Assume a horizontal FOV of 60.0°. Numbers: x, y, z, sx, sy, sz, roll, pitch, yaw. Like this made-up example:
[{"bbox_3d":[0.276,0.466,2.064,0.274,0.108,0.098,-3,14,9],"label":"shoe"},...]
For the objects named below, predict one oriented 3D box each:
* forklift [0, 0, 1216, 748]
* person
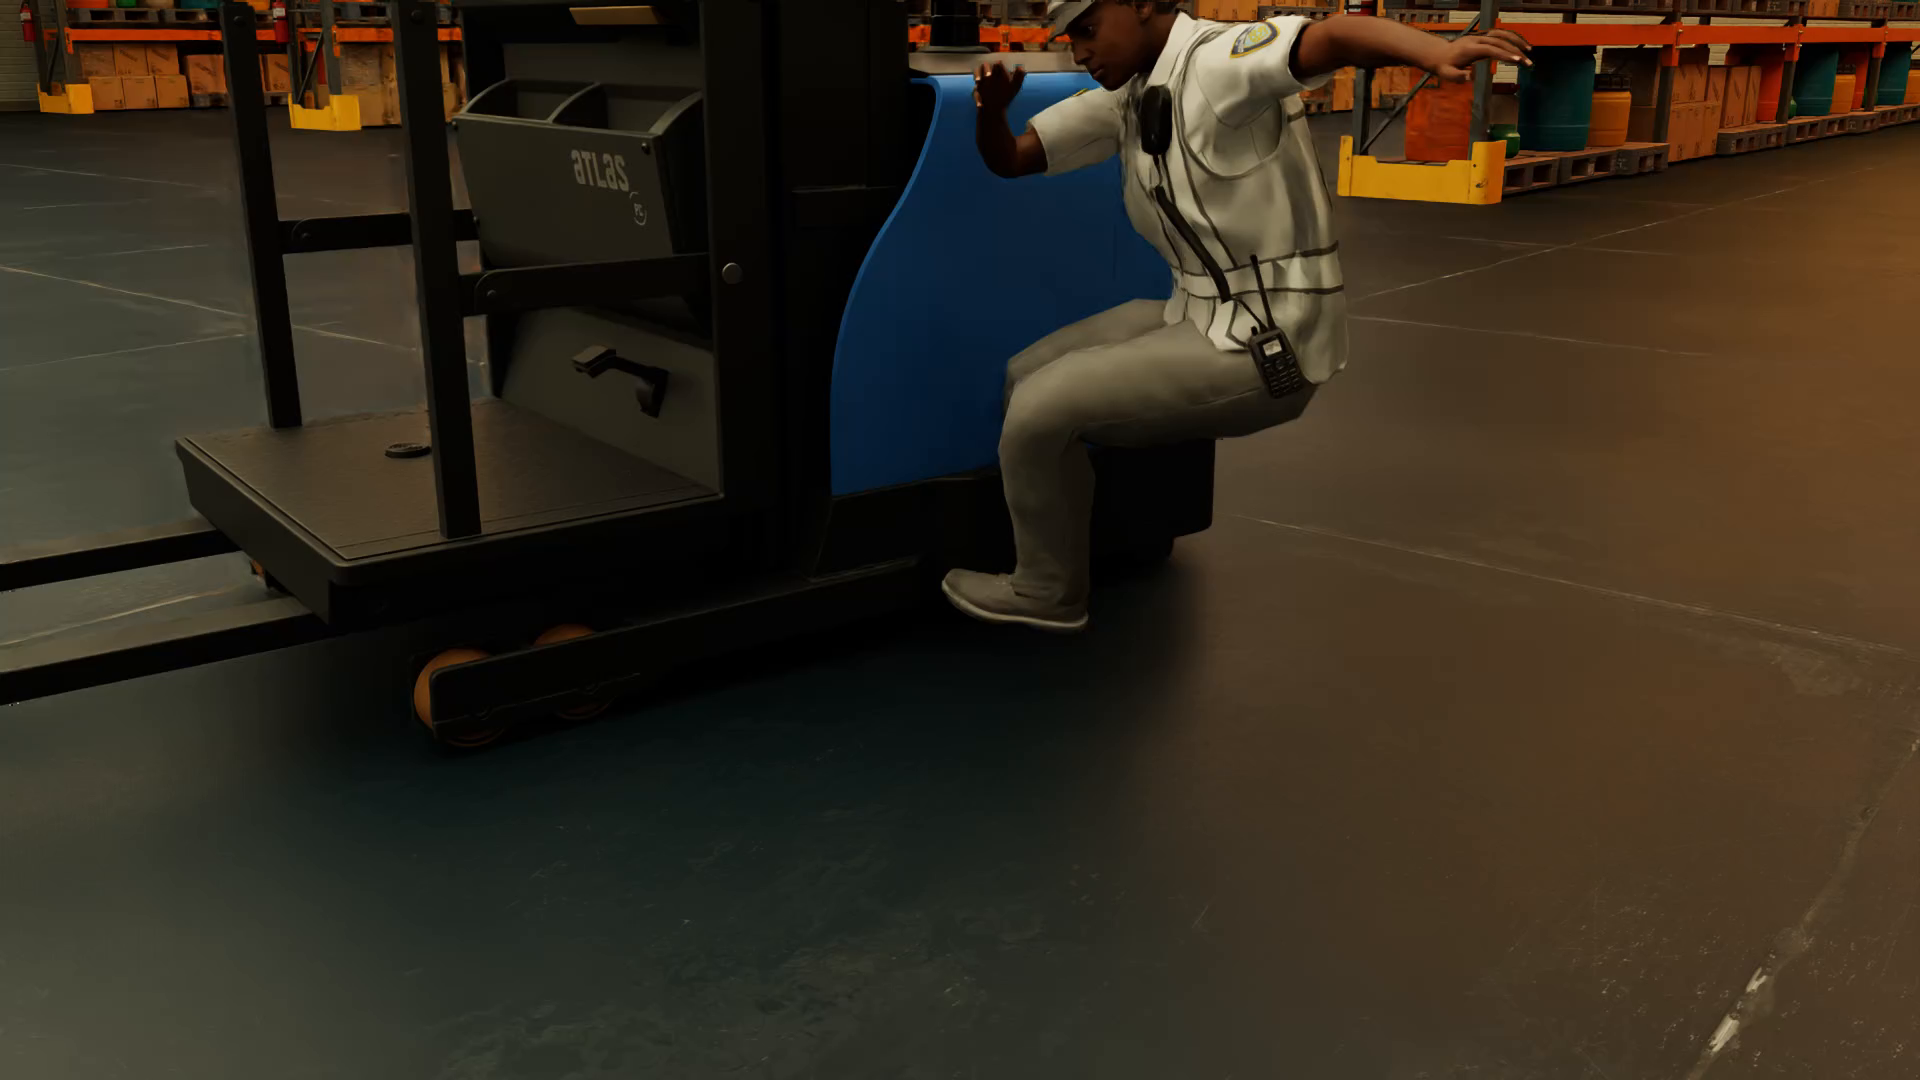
[{"bbox_3d":[-0.904,-1.227,2.938,3.031,2.935,1.130,-12,21,-35],"label":"forklift"},{"bbox_3d":[0.354,-0.348,2.850,0.691,1.356,1.322,-3,17,-10],"label":"person"}]
